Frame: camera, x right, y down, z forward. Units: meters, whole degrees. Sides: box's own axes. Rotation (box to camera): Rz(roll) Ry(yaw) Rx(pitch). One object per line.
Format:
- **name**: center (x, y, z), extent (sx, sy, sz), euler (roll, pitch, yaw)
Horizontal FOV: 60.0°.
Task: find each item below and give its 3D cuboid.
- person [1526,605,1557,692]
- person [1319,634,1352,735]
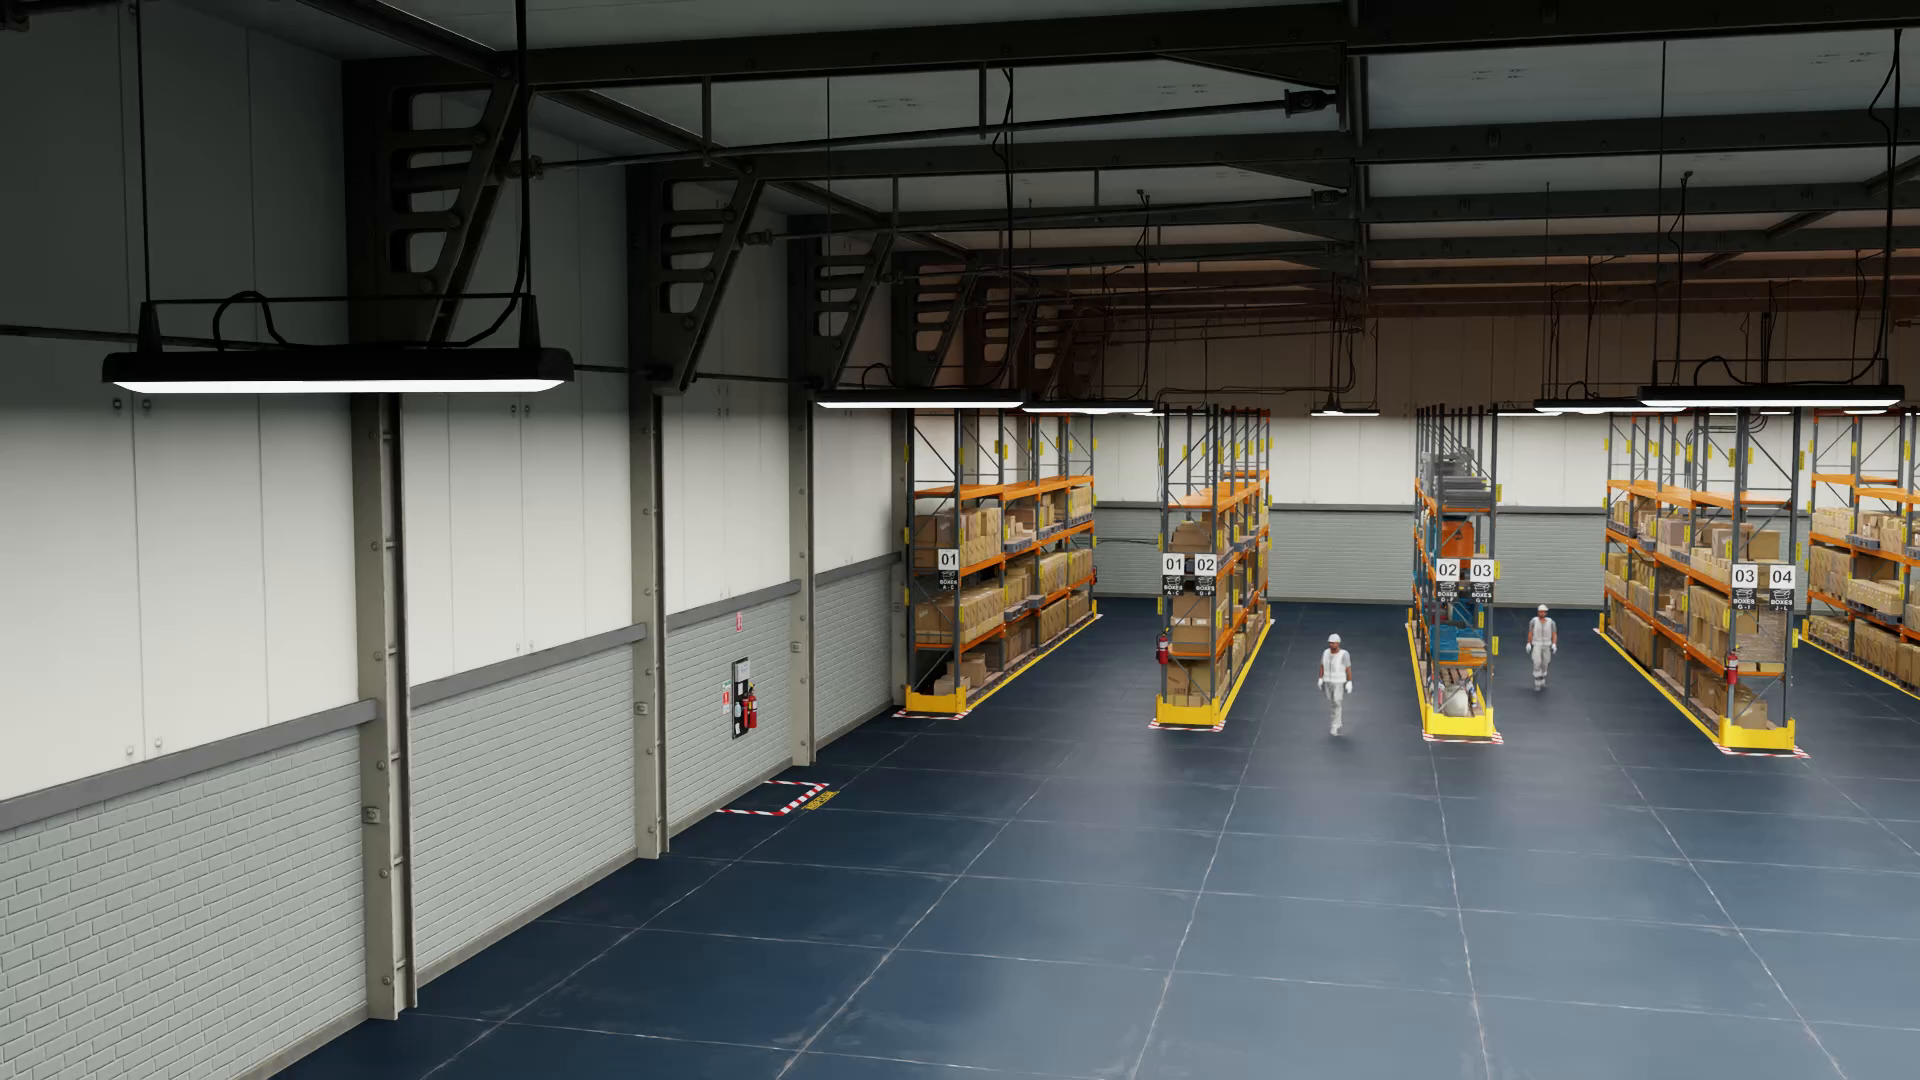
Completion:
- **person**: center (12.319, 2.269, 35.168), extent (0.576, 1.802, 0.650), euler (0, 4, 6)
- **person**: center (6.827, 2.612, 30.430), extent (0.600, 1.761, 0.832), euler (4, 6, 42)
